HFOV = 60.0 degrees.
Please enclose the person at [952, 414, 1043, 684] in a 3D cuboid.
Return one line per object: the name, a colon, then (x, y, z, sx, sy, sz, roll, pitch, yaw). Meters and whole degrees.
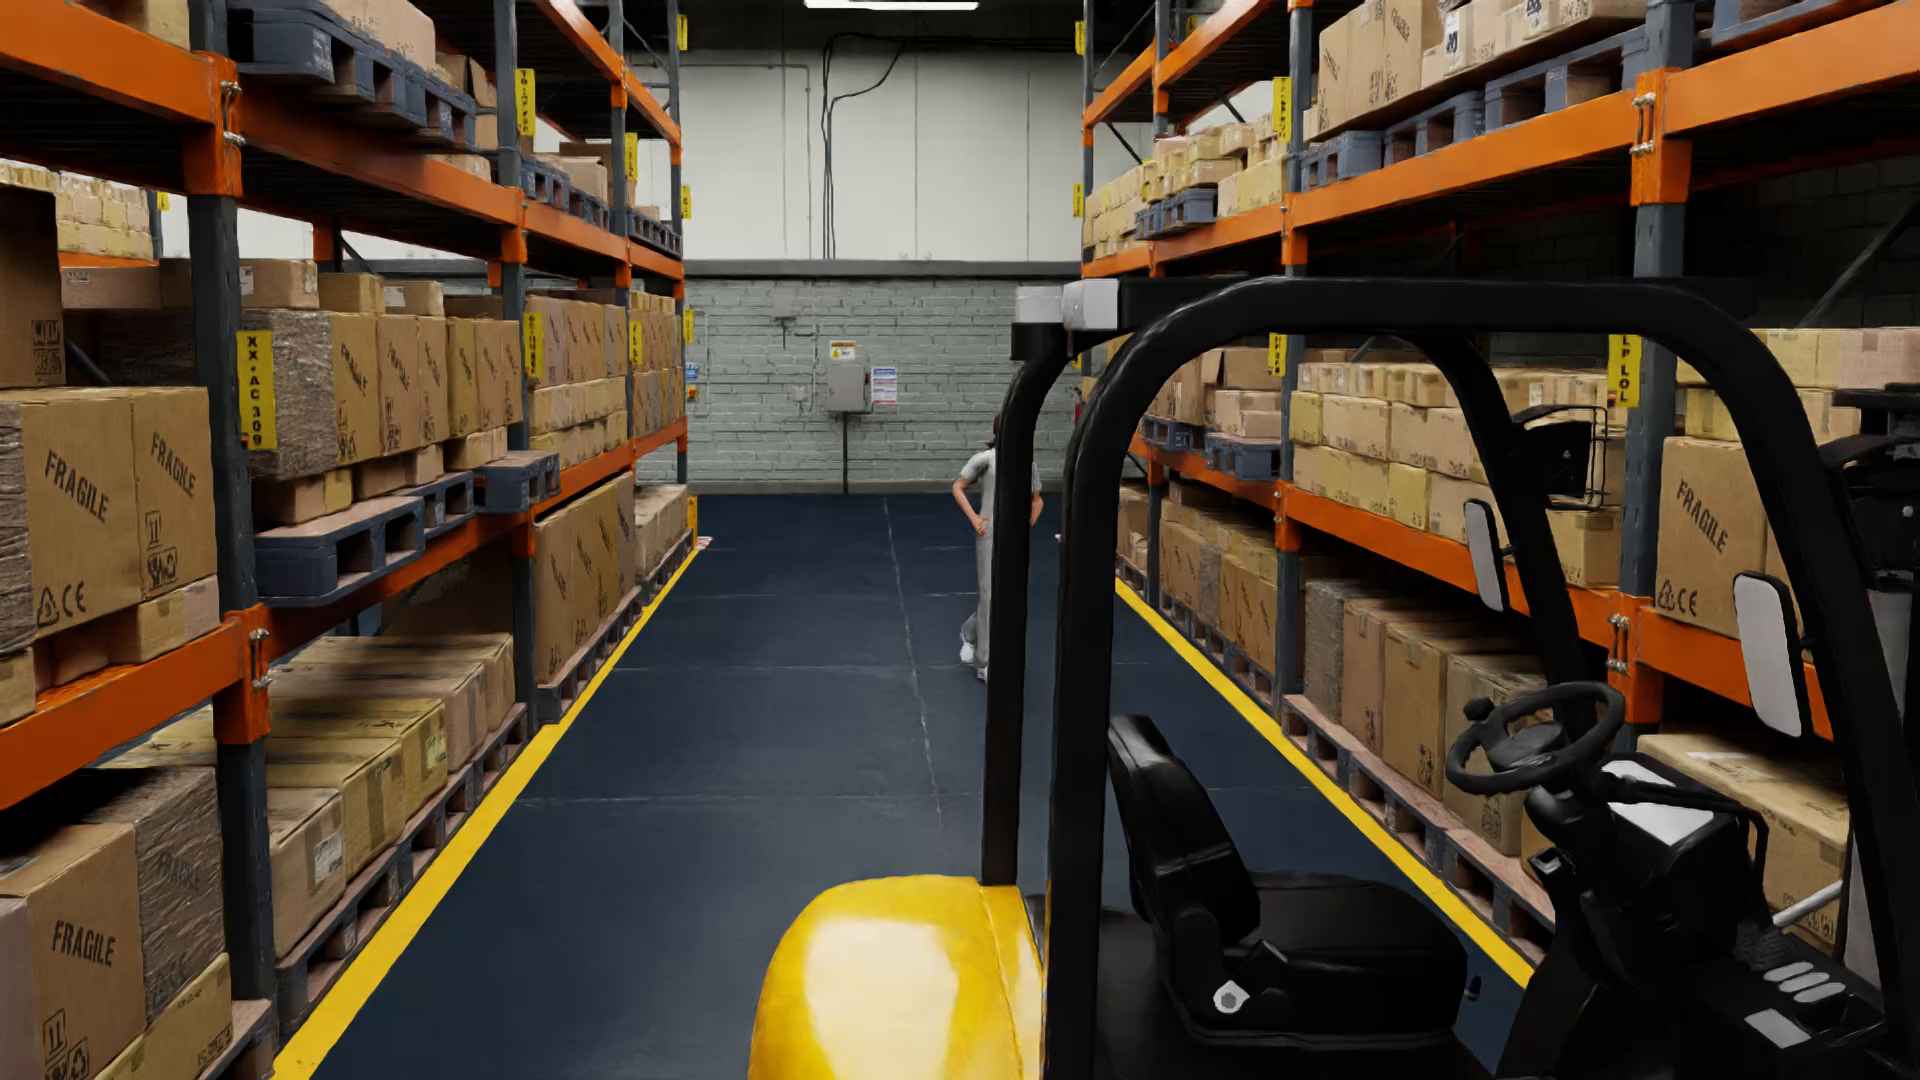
person: (0.288, 0.014, 10.278, 0.594, 1.636, 0.718, -3, 8, -27)
